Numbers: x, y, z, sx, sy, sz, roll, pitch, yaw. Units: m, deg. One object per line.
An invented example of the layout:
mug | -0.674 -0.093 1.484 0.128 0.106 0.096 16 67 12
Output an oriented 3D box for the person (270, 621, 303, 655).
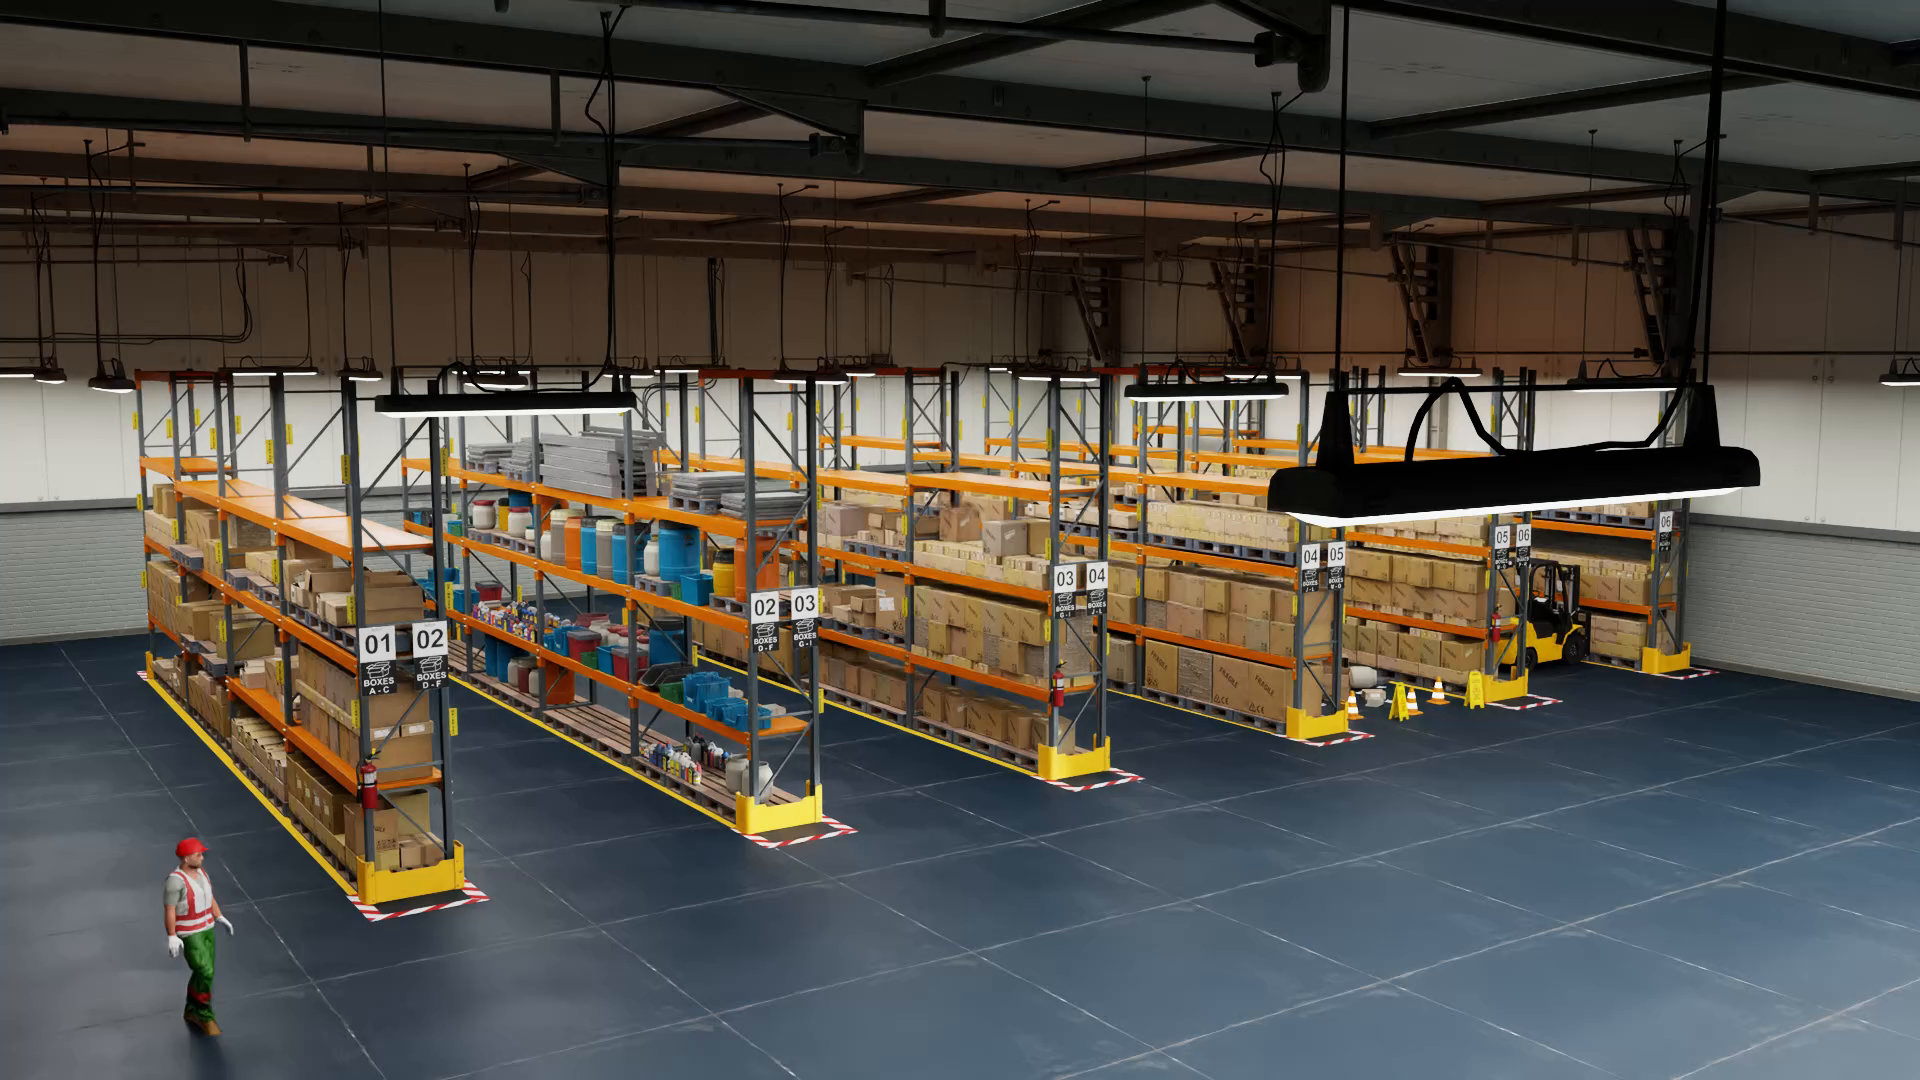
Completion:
person | -12.655 1.910 31.321 0.655 1.704 1.094 -5 8 -38

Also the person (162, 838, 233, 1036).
person | -7.117 3.711 15.588 0.509 1.848 0.574 1 7 10

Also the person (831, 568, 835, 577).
person | -3.193 0.488 43.943 0.555 1.763 0.851 2 7 18
